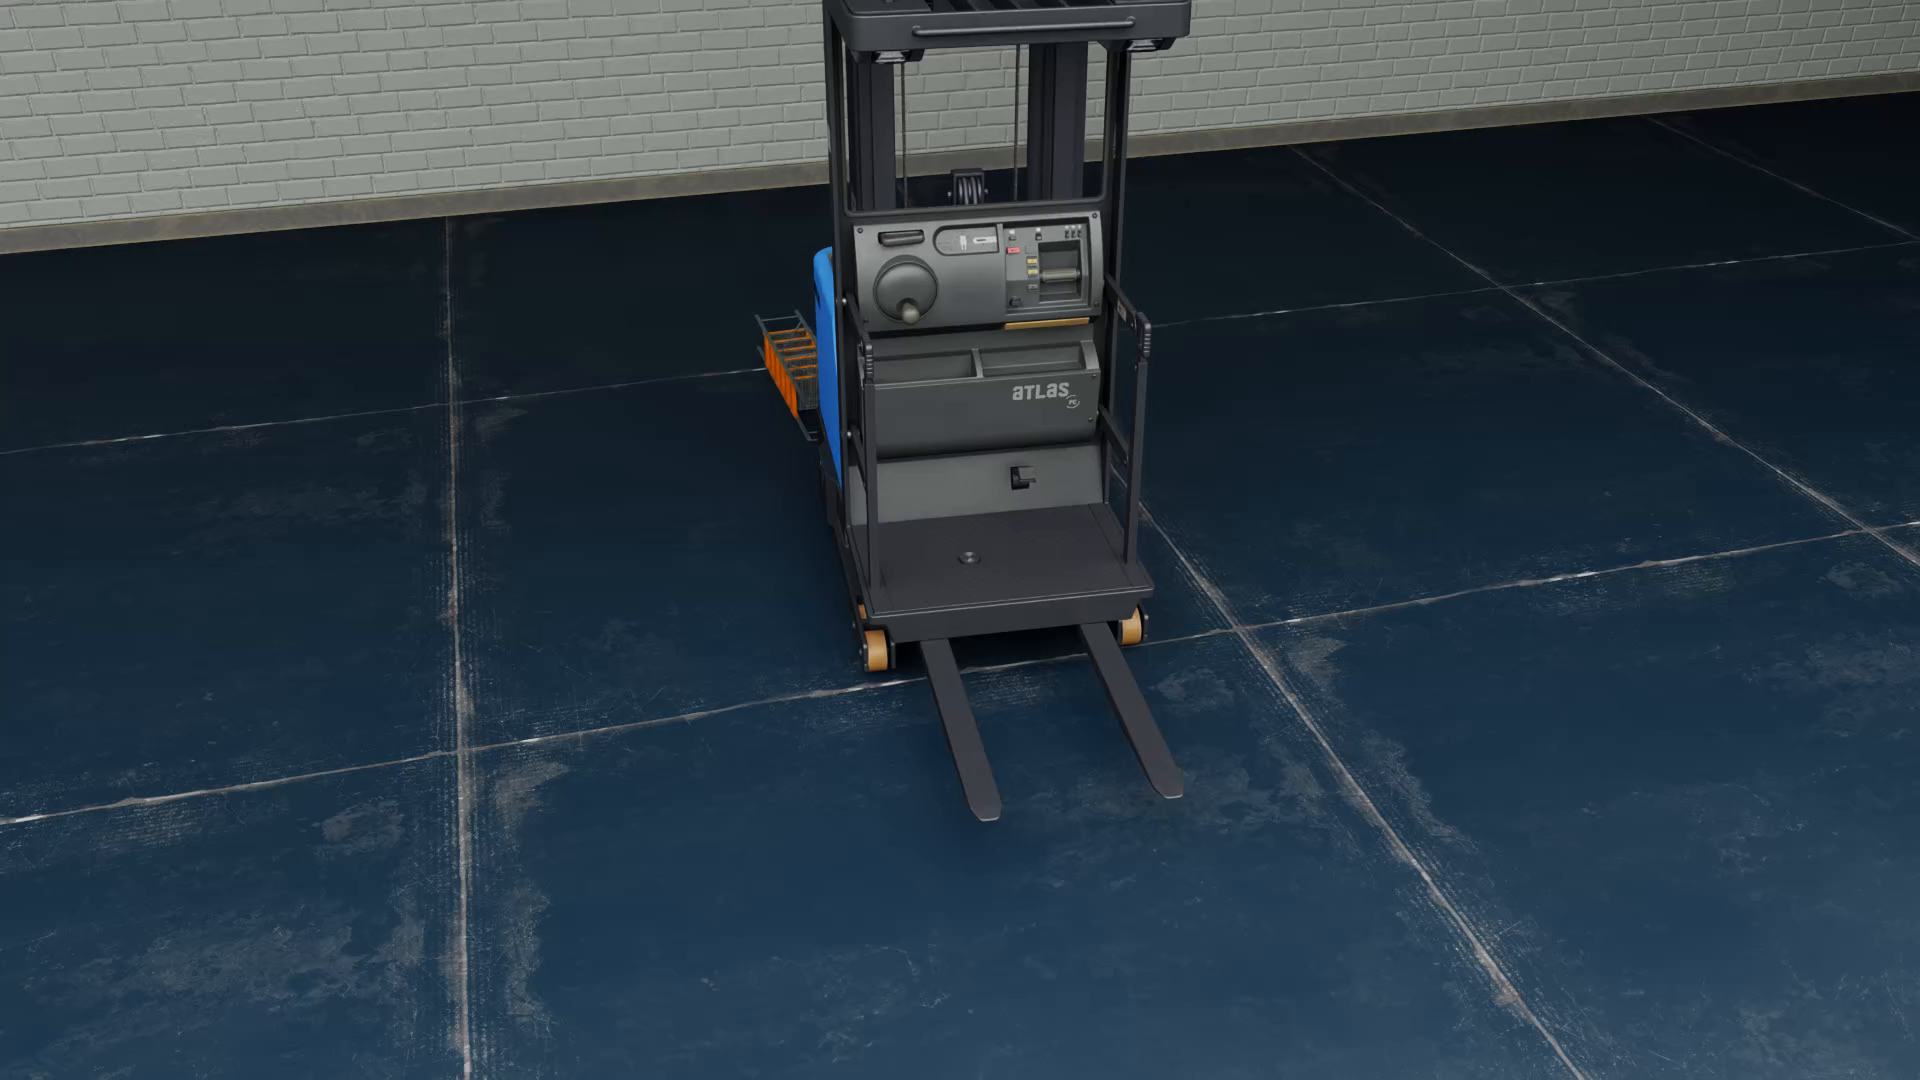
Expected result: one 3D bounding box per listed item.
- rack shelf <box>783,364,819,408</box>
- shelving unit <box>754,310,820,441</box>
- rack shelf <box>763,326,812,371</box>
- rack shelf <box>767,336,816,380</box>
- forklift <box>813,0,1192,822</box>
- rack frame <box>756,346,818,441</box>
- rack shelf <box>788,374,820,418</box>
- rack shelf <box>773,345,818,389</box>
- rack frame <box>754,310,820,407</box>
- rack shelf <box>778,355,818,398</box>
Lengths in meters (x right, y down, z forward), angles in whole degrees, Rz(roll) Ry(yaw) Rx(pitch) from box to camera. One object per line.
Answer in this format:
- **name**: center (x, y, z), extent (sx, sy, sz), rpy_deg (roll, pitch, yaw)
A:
- **rack shelf**: center (-0.759, -0.786, 8.415), extent (0.258, 0.180, 0.103), rpy_deg (-9, 31, -16)
- **shelving unit**: center (-0.810, -0.864, 8.550), extent (0.258, 0.189, 1.200), rpy_deg (-9, 31, -16)
- **rack shelf**: center (-0.907, -1.015, 8.810), extent (0.258, 0.180, 0.103), rpy_deg (-9, 31, -16)
- **rack shelf**: center (-0.870, -0.958, 8.711), extent (0.258, 0.180, 0.103), rpy_deg (-9, 31, -16)
- **forklift**: center (0.115, -0.961, 5.985), extent (1.130, 2.935, 3.031), rpy_deg (-5, 30, -9)
- **rack frame**: center (-0.810, -0.785, 8.596), extent (0.240, 0.006, 1.200), rpy_deg (-9, 31, -16)
- **rack shelf**: center (-0.721, -0.729, 8.316), extent (0.258, 0.180, 0.103), rpy_deg (-9, 31, -16)
- **rack shelf**: center (-0.833, -0.900, 8.612), extent (0.258, 0.180, 0.103), rpy_deg (-9, 31, -16)
- **rack frame**: center (-0.810, -0.944, 8.504), extent (0.240, 0.006, 1.200), rpy_deg (-9, 31, -16)
- **rack shelf**: center (-0.796, -0.843, 8.514), extent (0.258, 0.180, 0.103), rpy_deg (-9, 31, -16)
